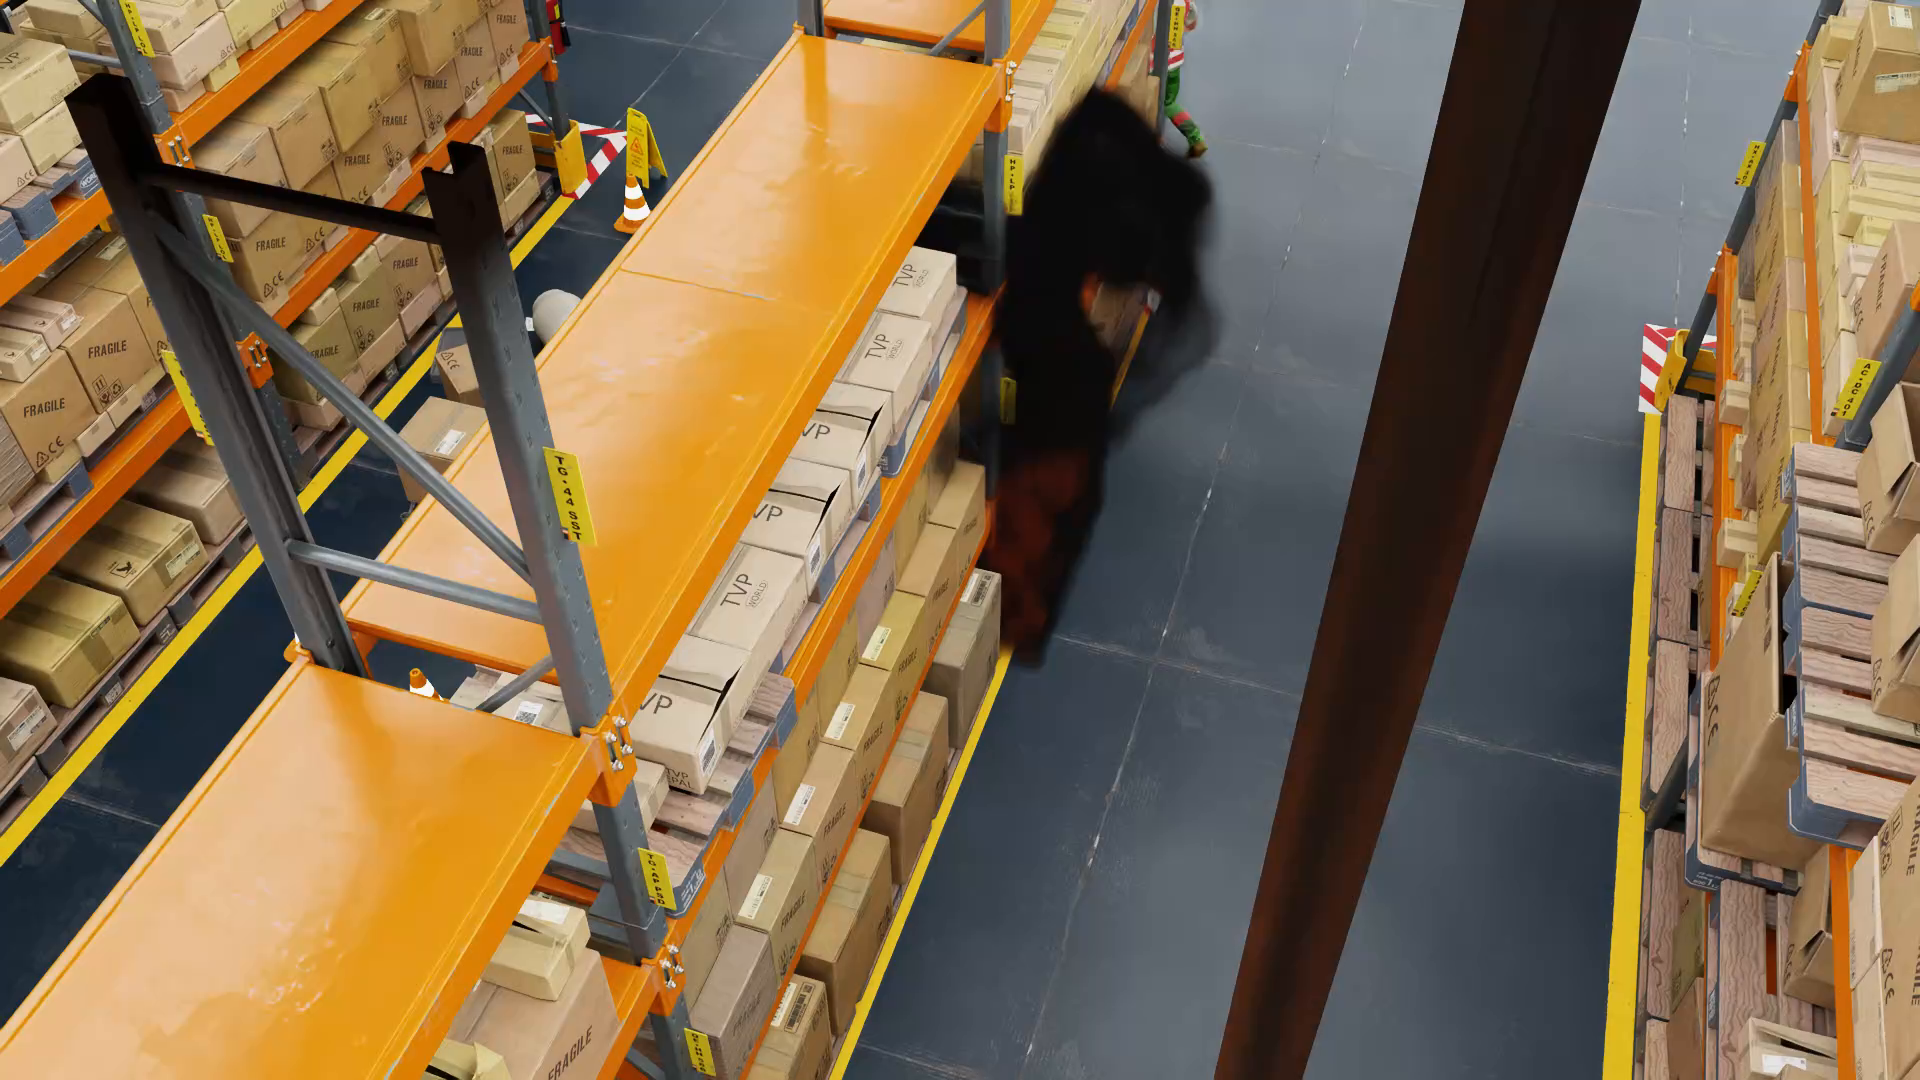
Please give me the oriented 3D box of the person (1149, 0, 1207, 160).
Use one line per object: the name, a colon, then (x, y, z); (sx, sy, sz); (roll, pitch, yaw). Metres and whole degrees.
person: (1.667, -3.893, 13.702); (0.668, 1.787, 0.955); (-24, 50, -22)
